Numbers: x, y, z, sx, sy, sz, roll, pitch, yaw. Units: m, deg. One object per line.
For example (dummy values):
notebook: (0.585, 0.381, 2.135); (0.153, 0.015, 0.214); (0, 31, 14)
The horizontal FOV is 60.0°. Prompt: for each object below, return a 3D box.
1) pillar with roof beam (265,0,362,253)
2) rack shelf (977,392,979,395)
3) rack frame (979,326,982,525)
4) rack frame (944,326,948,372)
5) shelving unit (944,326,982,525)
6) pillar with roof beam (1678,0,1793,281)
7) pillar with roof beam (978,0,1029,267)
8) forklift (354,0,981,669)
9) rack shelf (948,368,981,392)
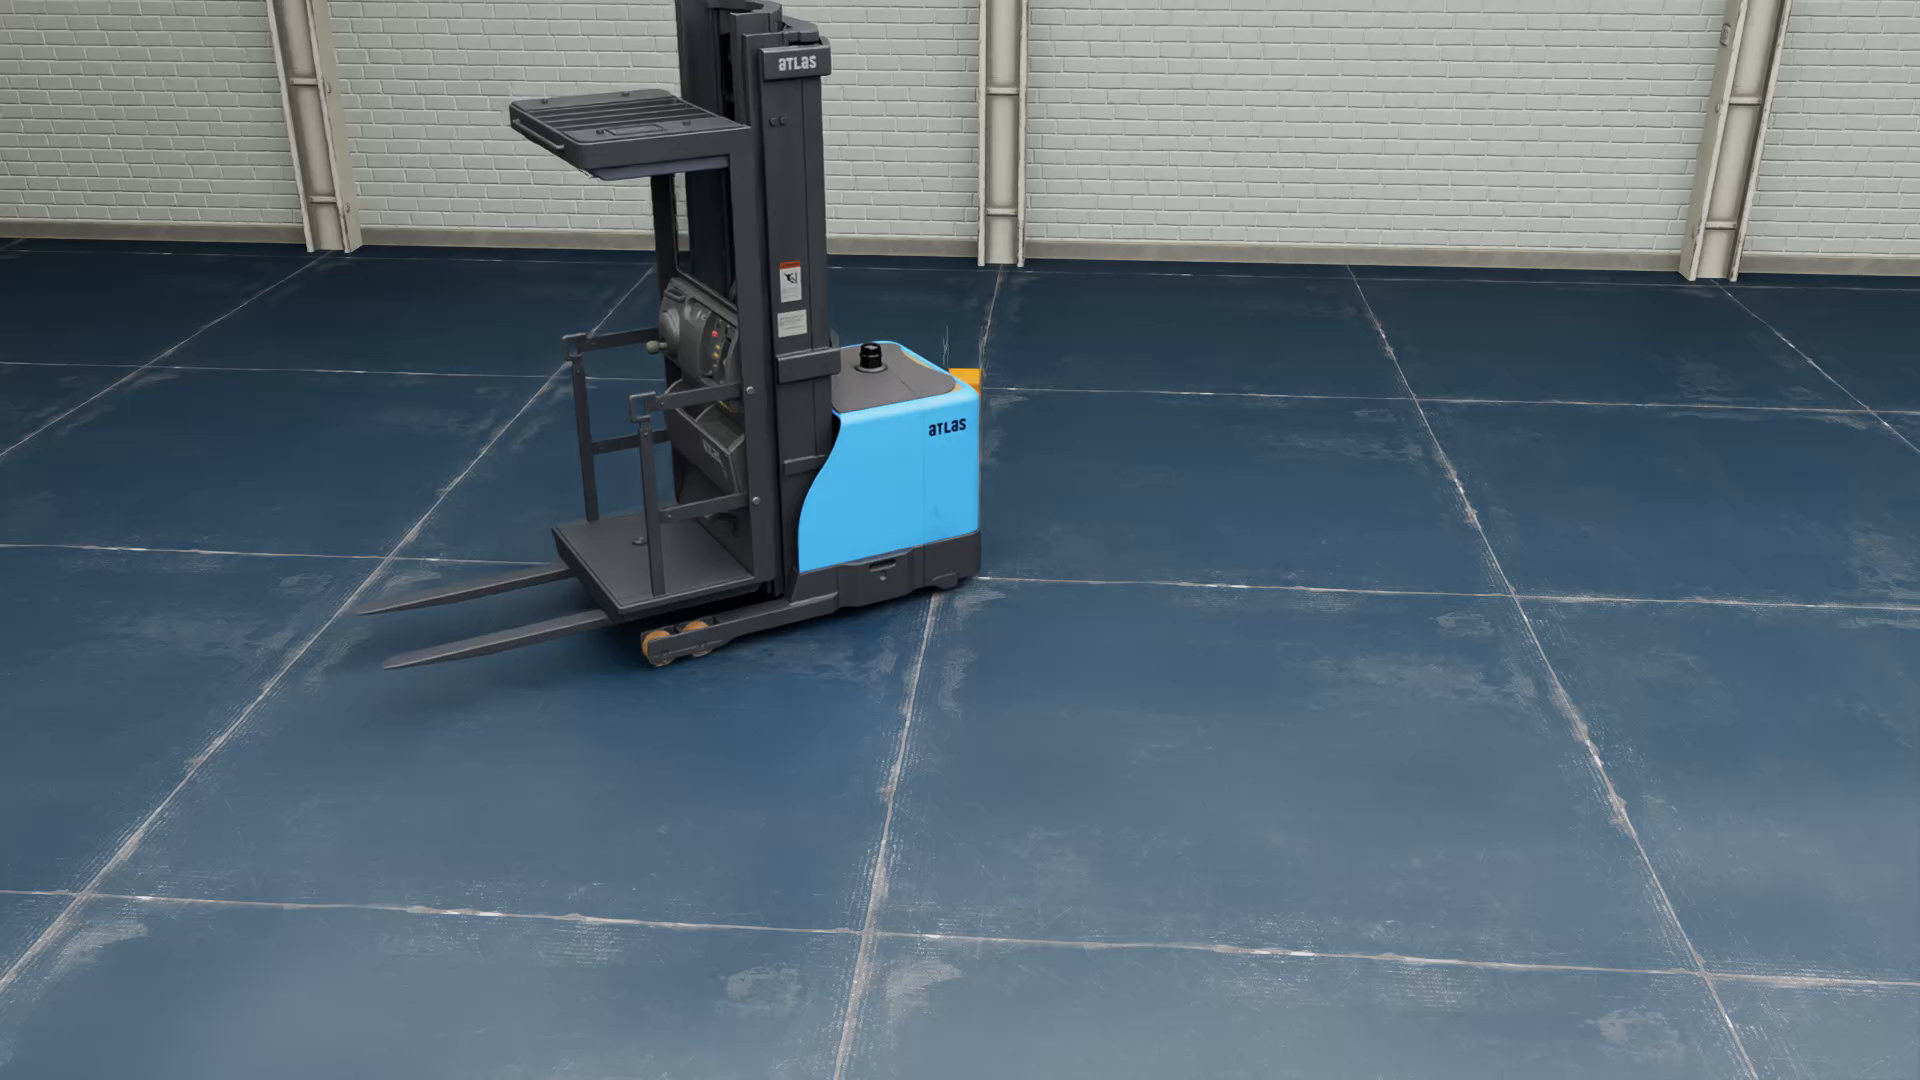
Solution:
pillar with roof beam: (-5.948, -4.924, 9.186); (0.400, 9.000, 9.100); (2, 25, 4)
rack shelf: (0.018, -0.724, 8.918); (0.180, 0.103, 0.258); (1, 25, 2)
rack frame: (0.110, -0.545, 8.997); (0.006, 1.200, 0.240); (1, 25, 2)
rack frame: (-0.073, -0.548, 9.004); (0.006, 1.200, 0.240); (1, 25, 2)
shelving unit: (0.019, -0.546, 9.000); (0.189, 1.200, 0.258); (1, 25, 2)
pillar with roof beam: (6.017, -4.540, 8.351); (0.400, 9.000, 9.100); (2, 25, 4)
pillar with roof beam: (0.034, -4.732, 8.768); (0.400, 9.000, 9.100); (2, 25, 4)
forklift: (-1.430, -0.983, 7.880); (3.031, 2.935, 1.130); (-13, 28, -26)
rack shelf: (0.018, -0.833, 8.868); (0.180, 0.103, 0.258); (1, 25, 2)
